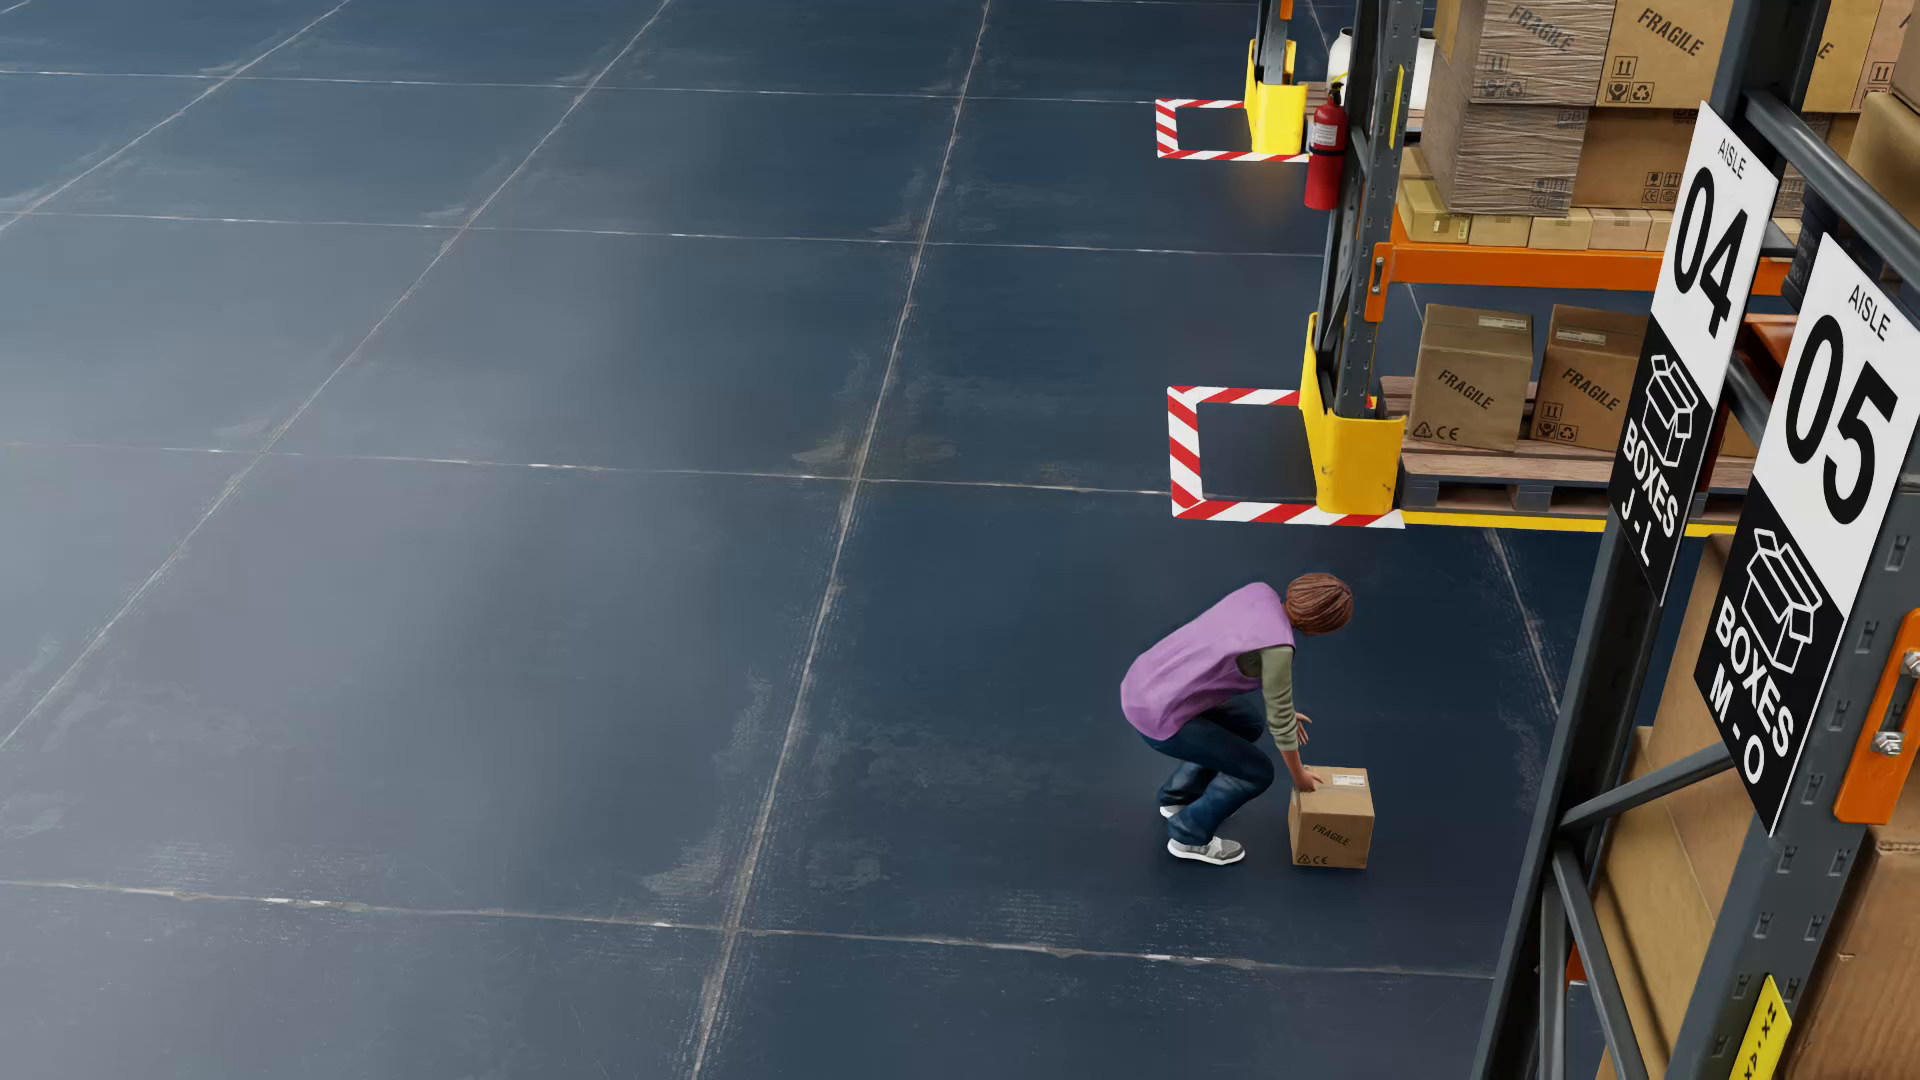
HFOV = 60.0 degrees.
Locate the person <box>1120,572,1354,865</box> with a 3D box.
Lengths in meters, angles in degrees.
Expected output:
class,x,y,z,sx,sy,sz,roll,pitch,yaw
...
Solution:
class,x,y,z,sx,sy,sz,roll,pitch,yaw
person,0.917,0.580,5.698,0.745,1.102,0.460,3,32,4
